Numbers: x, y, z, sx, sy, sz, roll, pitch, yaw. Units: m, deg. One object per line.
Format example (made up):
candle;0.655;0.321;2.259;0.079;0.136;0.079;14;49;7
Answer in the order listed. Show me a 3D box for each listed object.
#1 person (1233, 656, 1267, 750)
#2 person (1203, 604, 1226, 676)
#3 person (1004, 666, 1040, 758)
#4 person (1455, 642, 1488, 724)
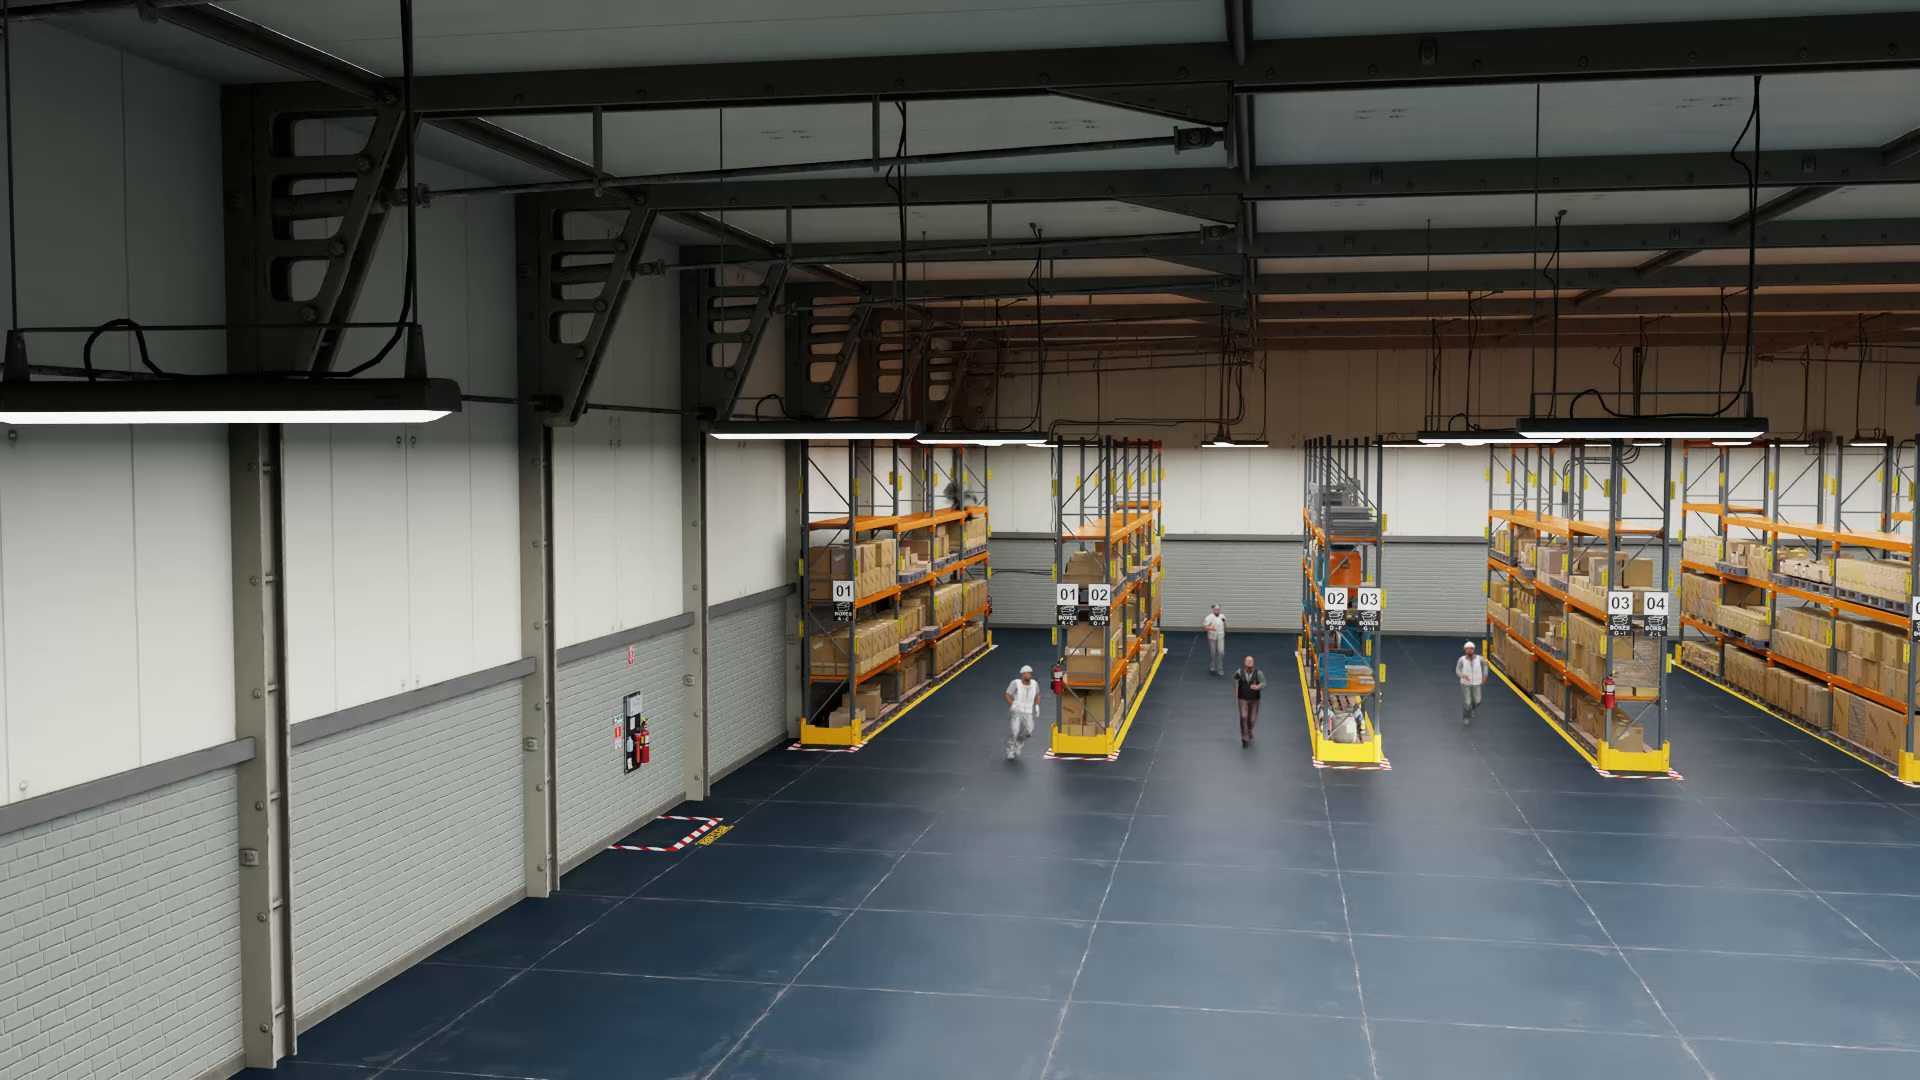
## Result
person;5.624;3.134;32.258;0.625;1.773;0.989;0;3;3
person;6.538;2.547;42.610;0.646;1.849;0.800;0;3;-2
person;1.198;3.185;30.815;0.744;1.721;0.520;-1;3;-20
person;10.649;2.988;34.589;0.682;1.734;0.703;1;3;10
